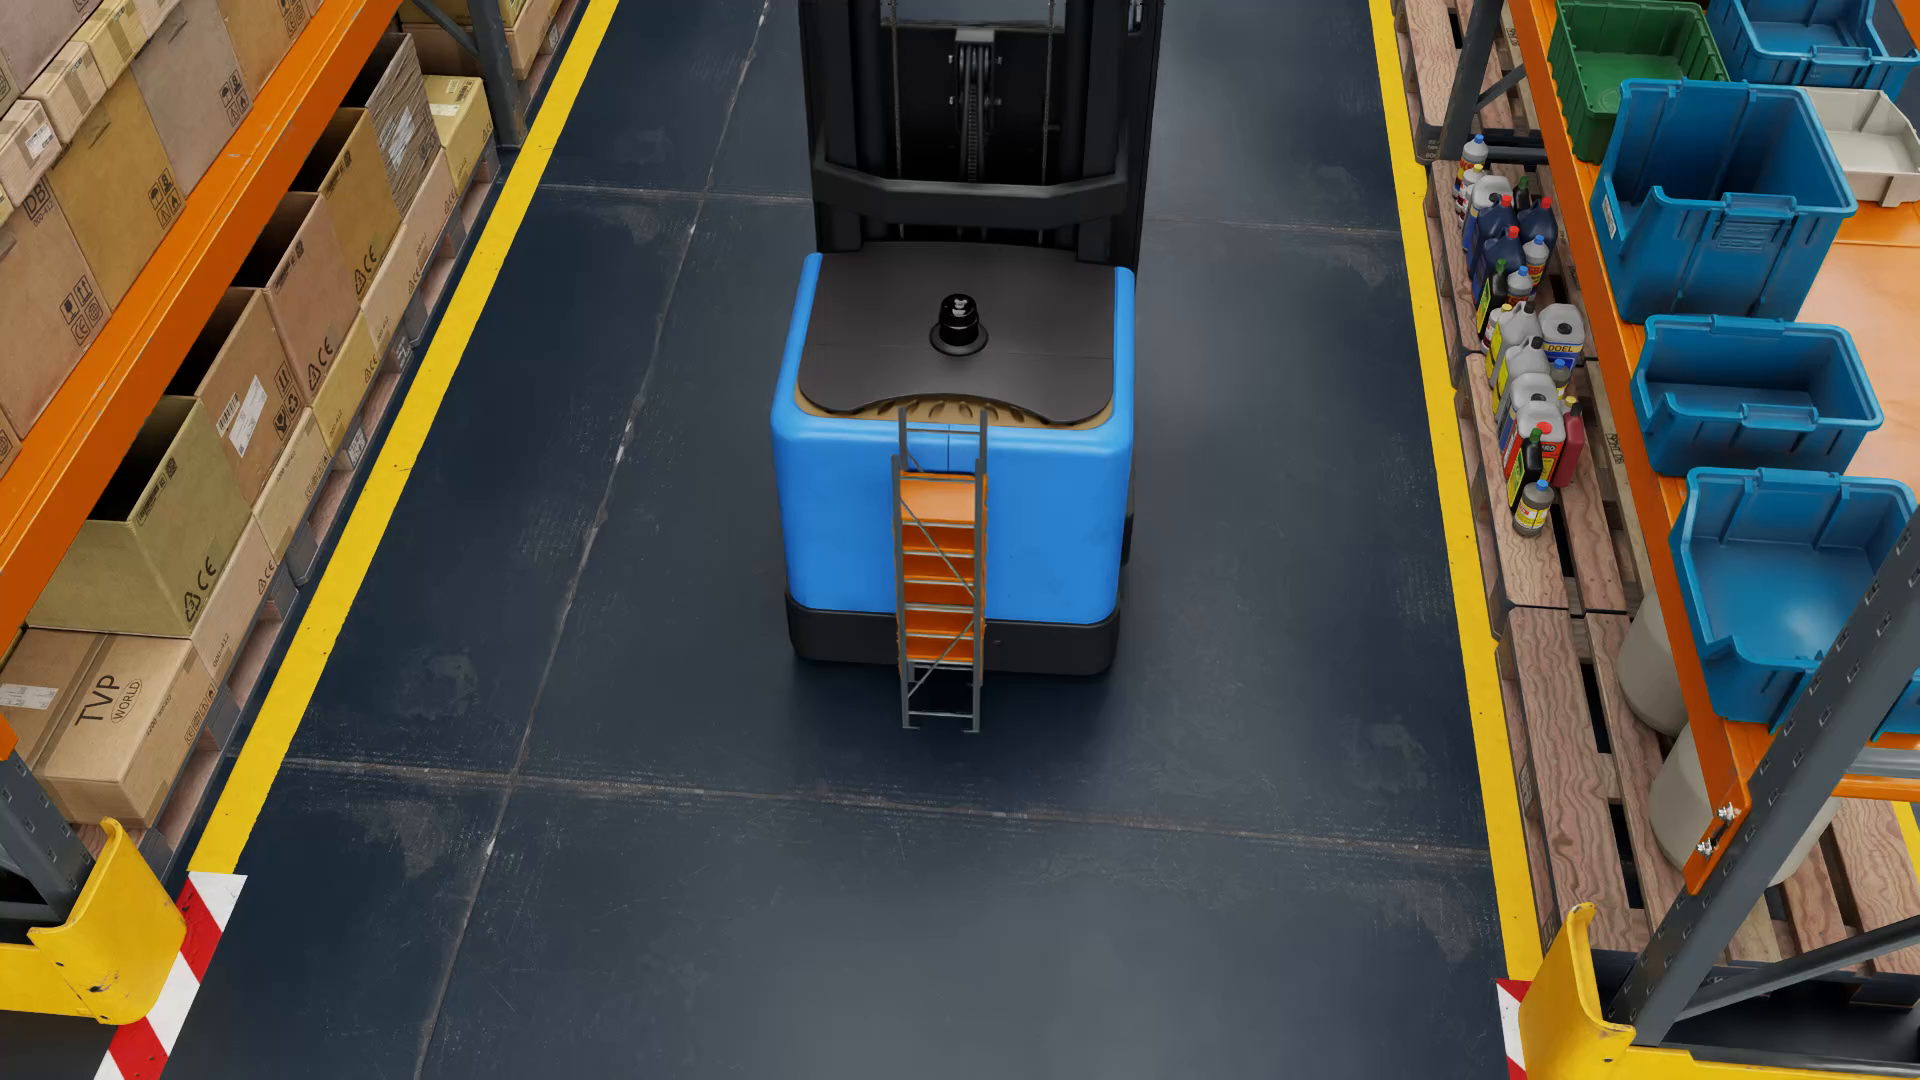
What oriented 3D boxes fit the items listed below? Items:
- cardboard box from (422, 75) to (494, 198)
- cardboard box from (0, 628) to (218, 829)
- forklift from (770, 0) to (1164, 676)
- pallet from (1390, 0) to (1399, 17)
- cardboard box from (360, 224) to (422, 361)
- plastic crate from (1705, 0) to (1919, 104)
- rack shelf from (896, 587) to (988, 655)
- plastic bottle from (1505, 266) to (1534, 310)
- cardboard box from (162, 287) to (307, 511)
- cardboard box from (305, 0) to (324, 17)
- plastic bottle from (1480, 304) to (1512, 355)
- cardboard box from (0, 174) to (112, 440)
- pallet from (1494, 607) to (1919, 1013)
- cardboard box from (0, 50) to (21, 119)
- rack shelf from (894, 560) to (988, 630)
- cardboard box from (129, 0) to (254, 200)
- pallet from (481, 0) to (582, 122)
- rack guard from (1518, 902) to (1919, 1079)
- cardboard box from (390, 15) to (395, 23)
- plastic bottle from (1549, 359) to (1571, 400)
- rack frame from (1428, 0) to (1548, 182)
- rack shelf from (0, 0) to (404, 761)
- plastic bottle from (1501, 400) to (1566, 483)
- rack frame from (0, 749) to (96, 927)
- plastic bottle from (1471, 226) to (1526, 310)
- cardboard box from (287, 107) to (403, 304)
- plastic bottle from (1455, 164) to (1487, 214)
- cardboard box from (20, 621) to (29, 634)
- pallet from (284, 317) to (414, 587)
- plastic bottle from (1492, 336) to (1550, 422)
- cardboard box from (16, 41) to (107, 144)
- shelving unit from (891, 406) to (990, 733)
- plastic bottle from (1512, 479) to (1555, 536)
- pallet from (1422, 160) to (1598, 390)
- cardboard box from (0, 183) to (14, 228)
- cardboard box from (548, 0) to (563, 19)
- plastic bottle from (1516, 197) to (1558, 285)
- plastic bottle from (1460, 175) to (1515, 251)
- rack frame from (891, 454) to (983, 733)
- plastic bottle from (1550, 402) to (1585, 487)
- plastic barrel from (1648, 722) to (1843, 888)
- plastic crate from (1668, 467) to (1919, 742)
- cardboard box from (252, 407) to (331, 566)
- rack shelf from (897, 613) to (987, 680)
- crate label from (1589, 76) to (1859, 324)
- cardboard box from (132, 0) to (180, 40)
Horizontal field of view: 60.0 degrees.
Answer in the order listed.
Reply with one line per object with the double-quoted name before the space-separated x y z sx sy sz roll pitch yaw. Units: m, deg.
"cardboard box" -2.250 -1.666 6.820 0.500 0.250 0.500 4 48 4
"cardboard box" -2.519 0.539 4.803 0.500 0.250 0.500 4 48 4
"forklift" 0.079 -1.649 5.272 1.130 2.935 3.031 3 48 3
"pallet" 2.649 -3.009 8.359 1.003 0.211 1.213 4 48 4
"cardboard box" -2.336 -0.931 6.147 0.500 0.250 0.500 4 48 4
"plastic crate" 2.677 -1.590 5.272 0.499 0.251 0.616 4 48 4
"rack shelf" -0.053 0.234 4.946 0.258 0.103 0.180 3 48 3
"plastic bottle" 2.027 -0.885 6.077 0.097 0.271 0.097 0 48 0
"cardboard box" -2.443 -0.450 5.199 0.500 0.500 0.500 4 48 4
"cardboard box" -2.501 -2.127 5.595 0.700 0.500 0.500 3 48 3
"plastic bottle" 1.954 -0.765 6.015 0.097 0.201 0.097 0 48 0
"cardboard box" -2.691 -0.630 4.226 0.700 0.500 0.500 5 48 5
"pallet" 2.182 0.753 4.918 1.003 0.211 1.213 4 48 4
"cardboard box" -2.687 -1.108 3.783 0.700 0.500 0.500 3 48 3
"rack shelf" -0.053 0.153 4.857 0.258 0.103 0.180 3 48 3
"cardboard box" -2.596 -1.382 4.913 0.700 0.500 0.500 5 48 5
"pallet" -2.397 -2.410 7.812 1.003 0.211 1.213 4 48 4
"rack guard" 2.103 1.252 4.266 1.175 0.500 0.348 4 48 4
"cardboard box" -2.674 -2.527 7.228 0.500 0.311 0.500 4 48 4
"plastic bottle" 2.072 -0.547 5.815 0.097 0.201 0.097 0 48 0
"rack frame" 2.507 -2.472 5.978 1.000 3.000 0.127 4 48 4
"rack shelf" -2.607 -1.095 5.206 1.077 0.370 4.000 4 48 4
"plastic bottle" 1.924 -0.324 5.561 0.152 0.276 0.135 4 48 4
"rack frame" -2.789 0.132 3.597 1.000 3.000 0.127 4 48 4
"plastic bottle" 2.003 -1.022 6.149 0.144 0.351 0.185 2 48 2
"cardboard box" -2.349 -1.185 5.871 0.500 0.500 0.500 4 48 4
"plastic bottle" 2.033 -1.396 6.593 0.097 0.201 0.097 0 48 0
"cardboard box" -3.001 0.136 5.172 0.500 0.250 0.500 4 48 4
"pallet" -2.648 -0.386 5.960 1.003 0.211 1.213 4 48 4
"plastic bottle" 1.948 -0.573 5.738 0.144 0.351 0.185 6 48 5
"cardboard box" -2.447 -1.153 4.265 0.380 0.149 0.250 2 48 2
"shelving unit" -0.053 0.123 4.824 0.258 1.200 0.189 3 48 3
"plastic bottle" 1.874 -0.115 5.421 0.097 0.201 0.097 0 48 0
"pallet" 2.405 -1.040 6.558 1.003 0.211 1.213 4 48 4
"cardboard box" -2.494 -0.772 3.916 0.380 0.149 0.250 4 48 4
"cardboard box" -2.094 -2.676 7.744 0.500 0.250 0.500 5 48 5
"plastic bottle" 2.164 -1.151 6.267 0.144 0.351 0.185 4 48 4
"plastic bottle" 2.040 -1.257 6.414 0.152 0.276 0.135 5 48 5
"rack frame" -0.060 0.190 4.763 0.240 1.200 0.006 3 48 3
"plastic bottle" 2.030 -0.320 5.552 0.061 0.283 0.133 4 48 4
"plastic barrel" 2.127 0.677 4.500 0.421 0.512 0.421 0 48 0
"plastic crate" 1.891 0.130 3.699 0.499 0.251 0.616 4 48 4
"cardboard box" -2.431 -0.196 5.475 0.500 0.250 0.500 4 48 4
"rack shelf" -0.053 0.315 5.034 0.258 0.103 0.180 3 48 3
"crate label" 2.041 -0.915 4.530 0.502 0.435 0.616 4 48 4
"cardboard box" -2.398 -1.524 4.604 0.380 0.149 0.250 4 48 4
